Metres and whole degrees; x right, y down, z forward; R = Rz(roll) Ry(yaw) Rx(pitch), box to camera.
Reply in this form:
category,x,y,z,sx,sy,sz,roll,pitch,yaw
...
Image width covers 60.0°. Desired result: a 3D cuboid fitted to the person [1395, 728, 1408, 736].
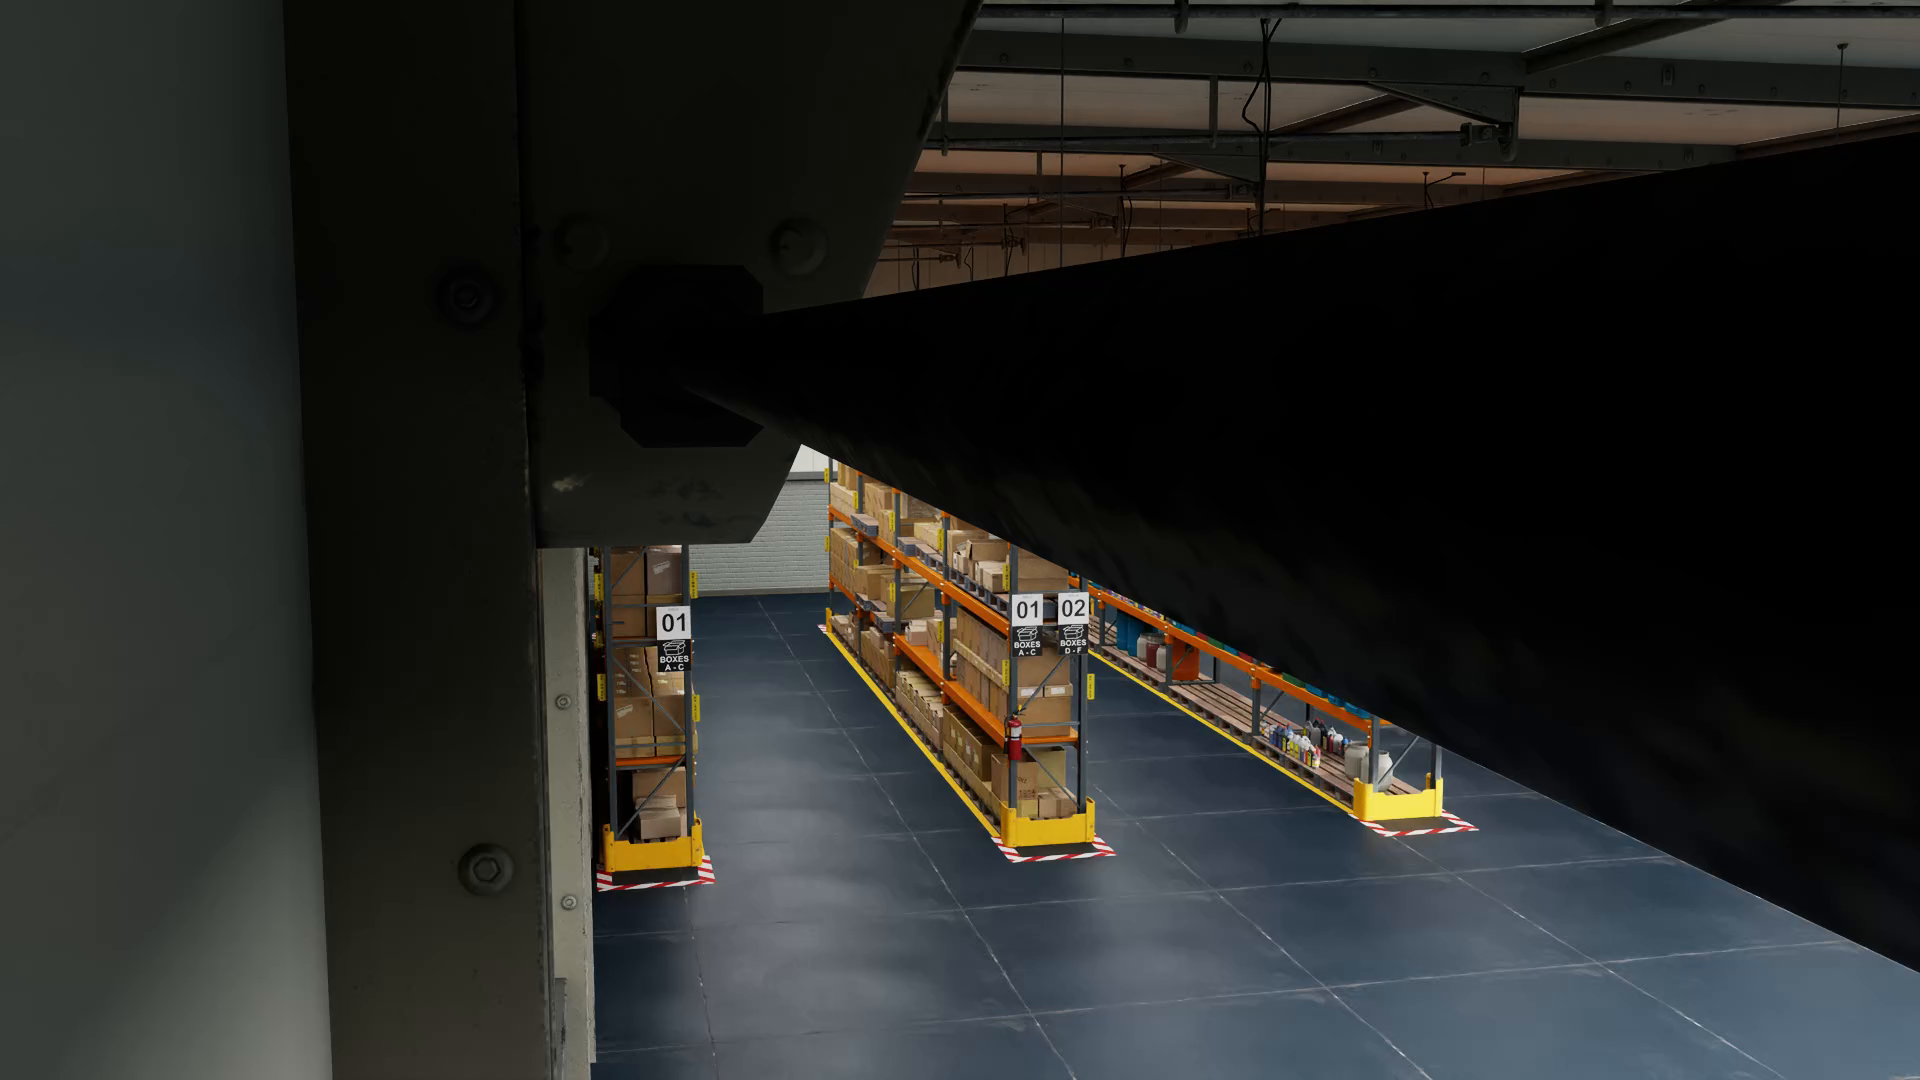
category,x,y,z,sx,sy,sz,roll,pitch,yaw
person,7.152,2.265,27.067,0.658,1.764,0.624,-2,7,-19

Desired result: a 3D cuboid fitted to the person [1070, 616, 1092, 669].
category,x,y,z,sx,sy,sz,roll,pitch,yaw
person,2.198,1.836,31.438,0.537,1.586,0.971,-1,7,-10
